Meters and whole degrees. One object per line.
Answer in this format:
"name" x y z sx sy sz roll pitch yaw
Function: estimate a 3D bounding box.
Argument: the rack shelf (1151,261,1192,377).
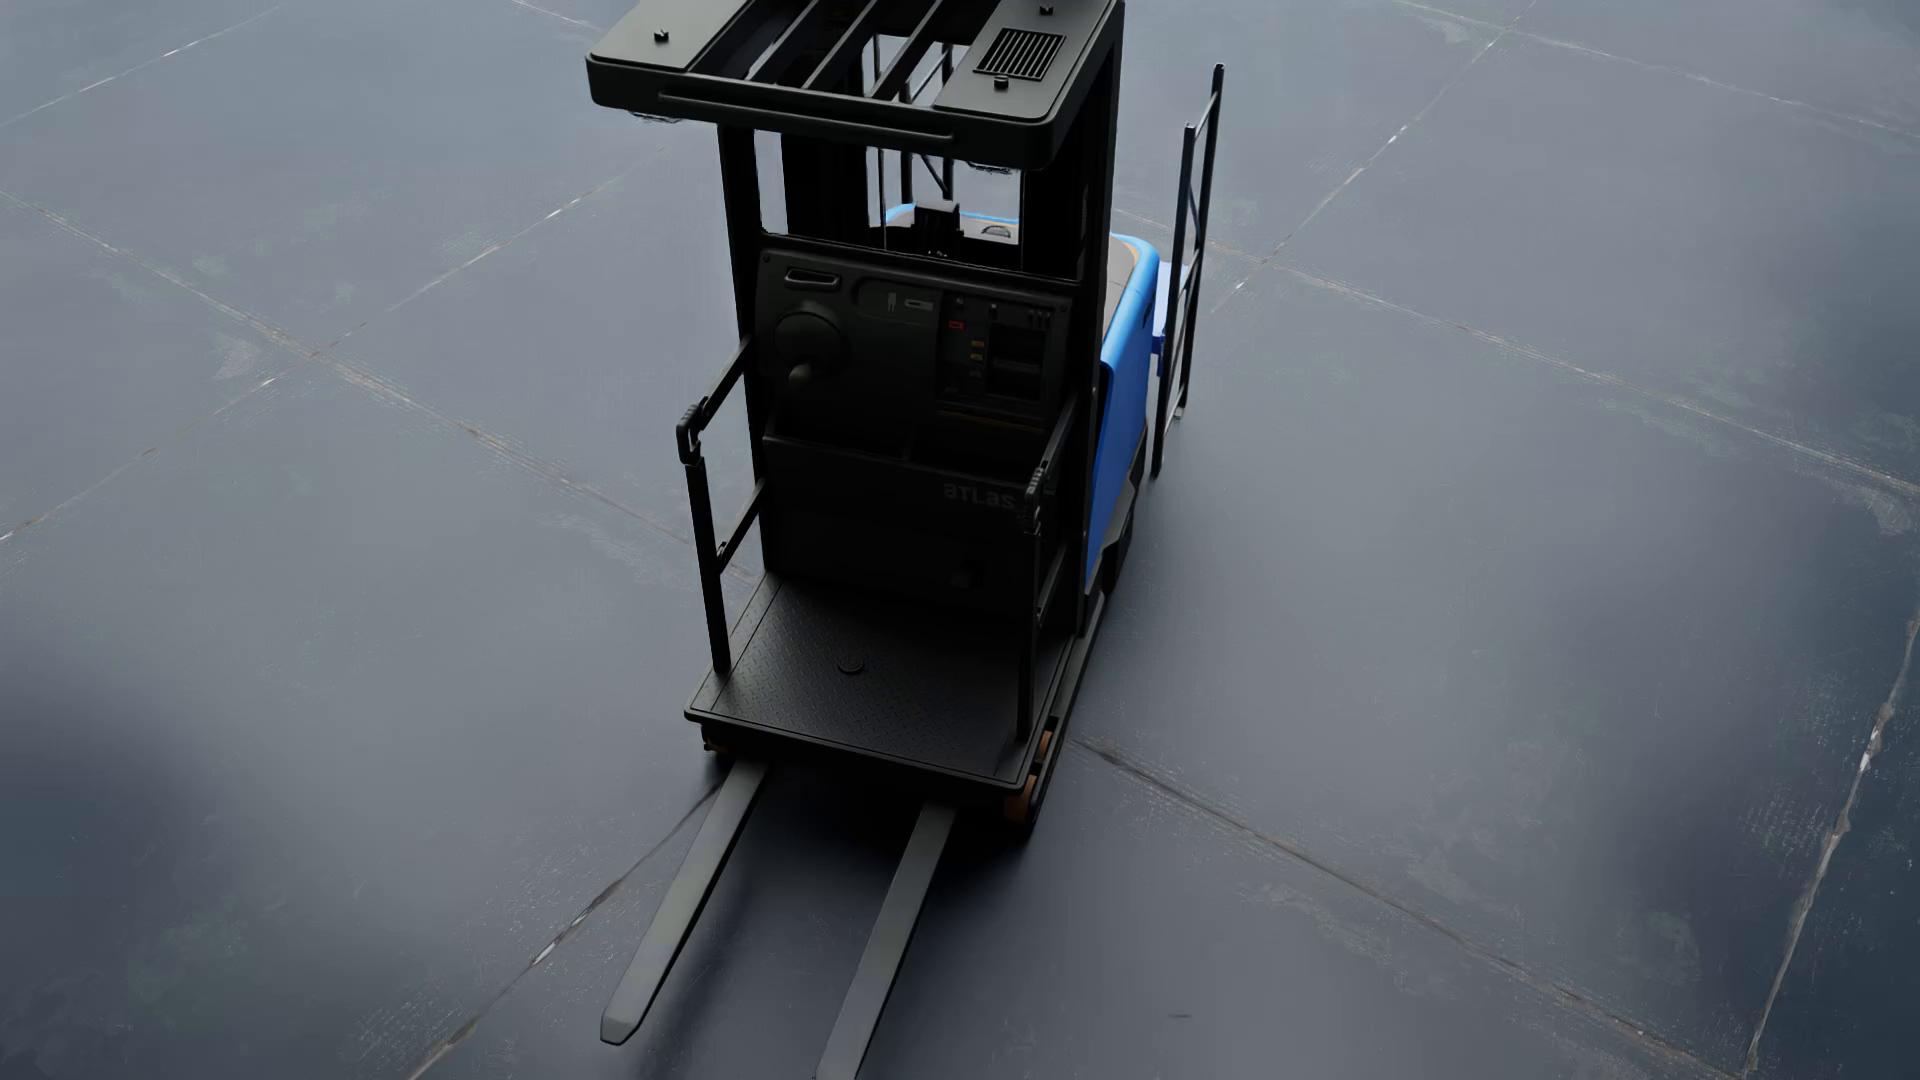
"rack shelf" 0.363 -0.948 6.454 1.000 0.185 0.538 13 43 14

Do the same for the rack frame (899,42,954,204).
"rack frame" -0.119 -1.191 6.456 0.032 1.500 0.500 13 43 14

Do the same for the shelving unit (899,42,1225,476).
"shelving unit" 0.363 -1.082 6.334 1.048 1.500 0.538 13 43 14

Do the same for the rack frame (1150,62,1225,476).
"rack frame" 0.844 -0.973 6.212 0.032 1.500 0.500 13 43 14

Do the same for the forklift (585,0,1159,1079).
"forklift" -0.202 -0.497 4.607 1.130 2.935 3.031 11 43 12
